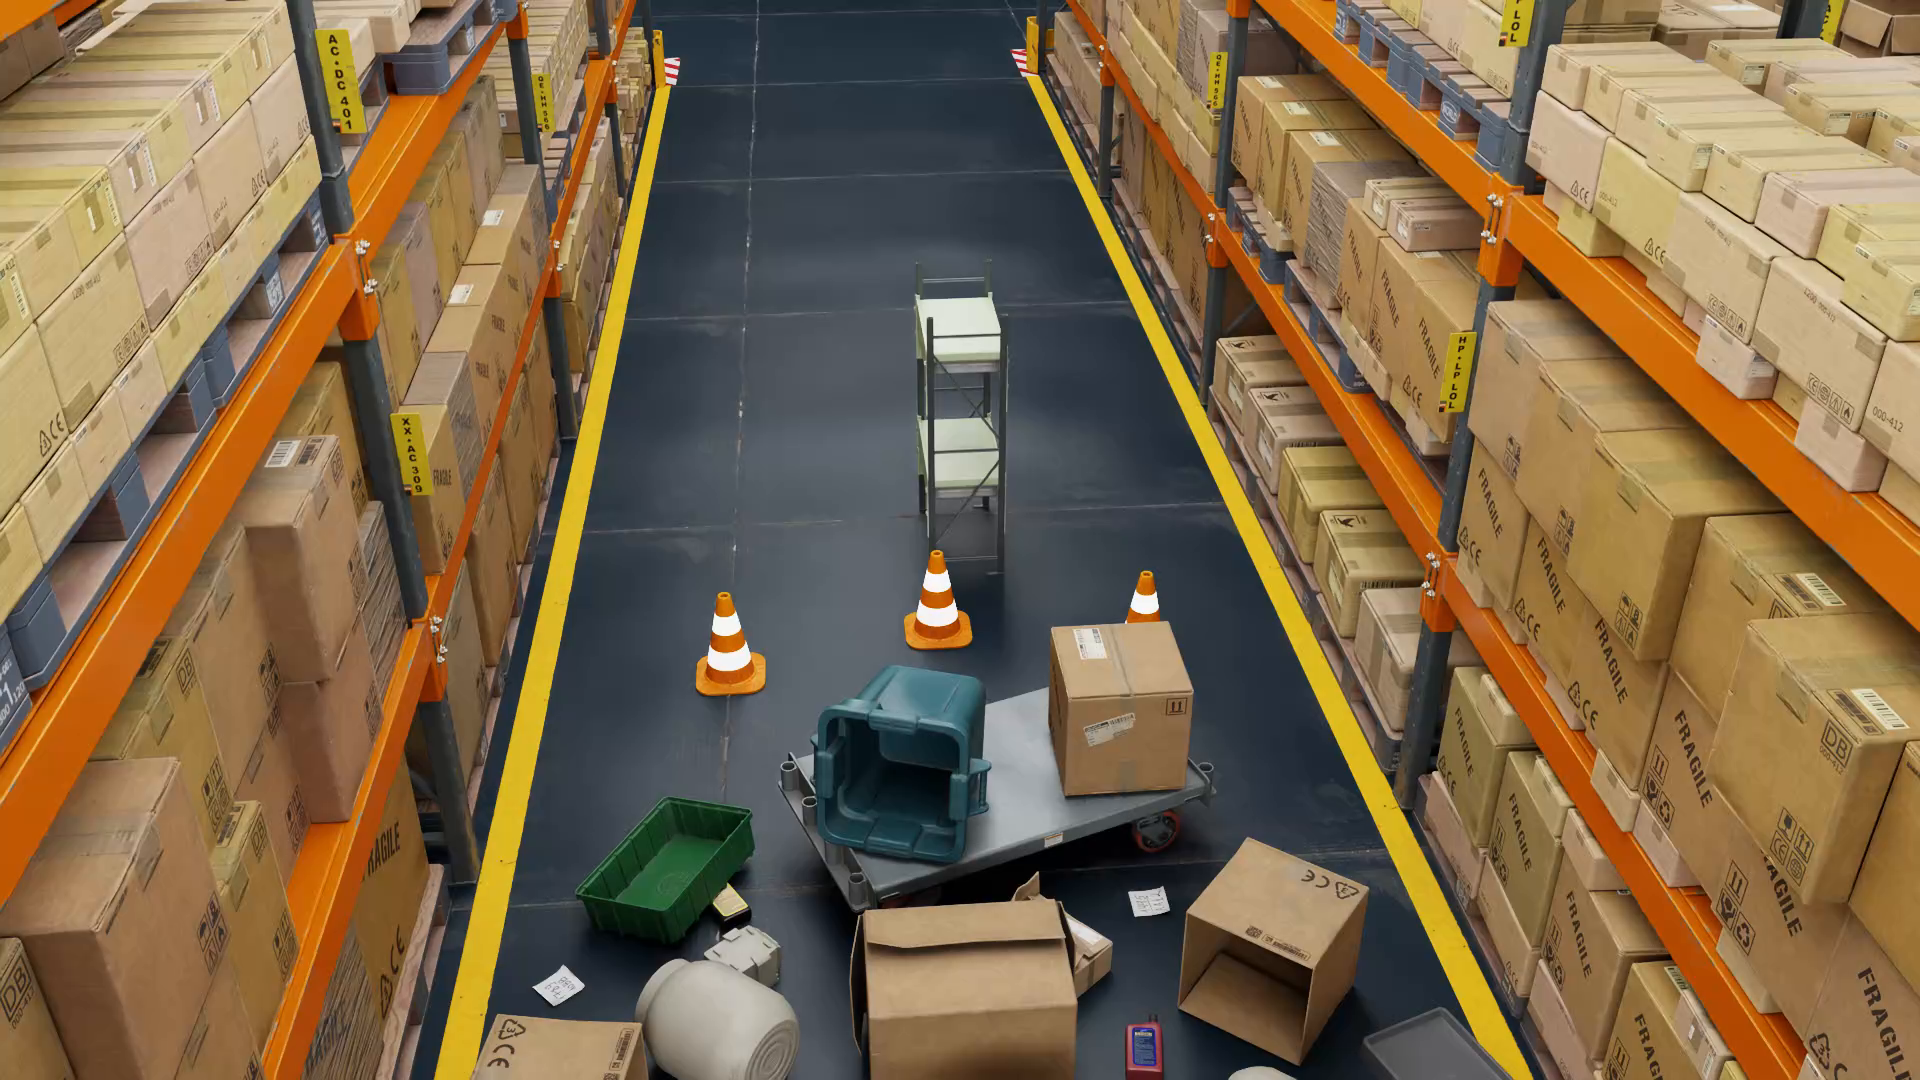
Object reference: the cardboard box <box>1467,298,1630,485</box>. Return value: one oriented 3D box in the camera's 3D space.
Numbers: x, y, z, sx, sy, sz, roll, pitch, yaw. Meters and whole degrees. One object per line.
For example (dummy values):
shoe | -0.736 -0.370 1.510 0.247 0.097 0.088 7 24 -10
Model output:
cardboard box | 2.245 -0.523 5.838 0.700 0.500 0.500 -3 31 -5

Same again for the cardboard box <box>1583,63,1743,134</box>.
cardboard box | 2.178 -1.373 5.166 0.380 0.149 0.250 -2 31 -3

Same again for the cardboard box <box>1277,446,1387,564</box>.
cardboard box | 2.231 -0.200 8.813 0.950 0.372 0.625 -2 31 -3

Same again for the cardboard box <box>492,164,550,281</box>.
cardboard box | -2.563 -1.738 9.137 0.500 0.500 0.500 -3 31 -5

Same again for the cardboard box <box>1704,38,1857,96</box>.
cardboard box | 2.667 -1.529 5.428 0.380 0.149 0.250 -2 31 -4

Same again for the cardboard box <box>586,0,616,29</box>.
cardboard box | -3.042 -4.390 13.286 0.500 0.500 0.500 -3 31 -5

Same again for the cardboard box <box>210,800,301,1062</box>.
cardboard box | -2.296 1.080 4.370 0.875 0.550 0.500 -3 31 -5

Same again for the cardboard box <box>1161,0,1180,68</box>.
cardboard box | 1.642 -3.440 11.011 0.500 0.500 0.500 -3 31 -5

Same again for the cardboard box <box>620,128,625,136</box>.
cardboard box | -3.134 -3.499 14.554 0.380 0.149 0.250 -3 31 -6

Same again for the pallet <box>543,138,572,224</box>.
pallet | -3.045 -2.188 10.176 1.213 0.211 1.003 -3 31 -5

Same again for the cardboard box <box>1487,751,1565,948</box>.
cardboard box | 2.268 1.107 6.013 0.500 0.500 0.500 -2 31 -3

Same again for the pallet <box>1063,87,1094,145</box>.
pallet | 1.562 -4.062 15.845 1.003 0.211 1.213 -3 31 -5

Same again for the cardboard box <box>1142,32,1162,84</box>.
cardboard box | 1.580 -3.373 11.631 0.500 0.250 0.500 -4 31 -6

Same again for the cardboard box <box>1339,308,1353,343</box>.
cardboard box | 2.016 -1.002 7.838 0.380 0.149 0.250 -3 31 -5

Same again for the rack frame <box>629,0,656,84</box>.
rack frame | -3.620 -5.996 16.364 1.000 3.000 0.127 -3 31 -5

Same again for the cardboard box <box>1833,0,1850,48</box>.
cardboard box | 6.558 -3.783 12.151 0.700 0.500 0.500 -3 31 -5

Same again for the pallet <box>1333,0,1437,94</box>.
pallet | 2.368 -2.215 7.292 1.213 0.211 1.003 -3 31 -5

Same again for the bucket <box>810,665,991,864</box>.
bucket | -0.191 0.842 6.625 0.726 0.611 0.620 8 22 13

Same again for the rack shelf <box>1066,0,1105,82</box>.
rack shelf | 1.486 -4.955 15.322 1.077 0.370 4.000 -3 31 -5

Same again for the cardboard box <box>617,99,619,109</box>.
cardboard box | -3.159 -3.754 14.400 0.380 0.149 0.250 -4 31 -6

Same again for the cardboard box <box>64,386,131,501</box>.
cardboard box | -1.980 -0.195 3.465 0.380 0.149 0.250 -2 31 -4

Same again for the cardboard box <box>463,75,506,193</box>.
cardboard box | -2.841 -2.154 8.859 0.700 0.500 0.500 -3 31 -5

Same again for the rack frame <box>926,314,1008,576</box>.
rack frame | 0.035 -0.454 8.547 0.400 1.500 0.023 -3 31 -5

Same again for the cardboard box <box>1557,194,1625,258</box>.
cardboard box | 2.171 -1.031 5.371 0.380 0.149 0.250 -3 31 -5

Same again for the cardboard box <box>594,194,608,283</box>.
cardboard box | -2.835 -2.172 11.988 0.500 0.500 0.500 -3 31 -6

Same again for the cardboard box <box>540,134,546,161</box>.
cardboard box | -2.738 -2.360 10.111 0.380 0.149 0.250 -1 31 -2

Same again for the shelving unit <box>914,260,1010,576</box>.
shelving unit | 0.001 -0.640 8.860 0.431 1.500 0.755 -3 31 -5

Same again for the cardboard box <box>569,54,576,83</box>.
cardboard box | -2.911 -3.304 11.691 0.380 0.149 0.250 -4 31 -7

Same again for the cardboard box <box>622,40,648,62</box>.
cardboard box | -3.201 -4.693 15.972 0.380 0.149 0.250 -3 31 -6

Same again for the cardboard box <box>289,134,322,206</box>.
cardboard box | -2.146 -1.102 4.983 0.380 0.149 0.250 -3 31 -5

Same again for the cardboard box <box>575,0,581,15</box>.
cardboard box | -2.989 -3.949 12.192 0.380 0.149 0.250 -4 31 -6

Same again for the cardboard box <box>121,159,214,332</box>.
cardboard box | -2.106 -0.691 3.907 0.500 0.250 0.500 -3 31 -5

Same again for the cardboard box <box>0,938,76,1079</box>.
cardboard box | -2.264 1.177 3.155 0.875 0.550 0.550 -3 31 -5

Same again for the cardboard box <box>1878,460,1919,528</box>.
cardboard box | 2.390 -0.120 3.846 0.380 0.149 0.250 -4 31 -6

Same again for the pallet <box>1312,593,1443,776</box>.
pallet | 2.346 0.641 7.971 1.003 0.211 1.213 -3 31 -5

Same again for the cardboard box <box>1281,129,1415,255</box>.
cardboard box | 1.970 -1.774 8.498 0.500 0.500 0.500 -2 31 -4

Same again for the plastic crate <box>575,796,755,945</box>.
plastic crate | -1.178 1.339 6.770 0.450 0.188 0.662 4 30 26

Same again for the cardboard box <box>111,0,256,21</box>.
cardboard box | -2.833 -1.936 6.281 0.500 0.250 0.500 -3 31 -5

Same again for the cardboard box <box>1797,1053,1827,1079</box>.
cardboard box | 2.355 1.425 4.184 0.380 0.149 0.250 -2 31 -4

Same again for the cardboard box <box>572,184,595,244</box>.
cardboard box | -2.777 -2.217 11.333 0.500 0.250 0.500 -3 31 -4

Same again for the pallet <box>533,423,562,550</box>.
pallet | -2.874 -0.309 9.561 1.003 0.211 1.213 -3 31 -5

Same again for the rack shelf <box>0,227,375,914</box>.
rack shelf | -2.312 0.172 3.813 1.077 0.370 4.000 -3 31 -5

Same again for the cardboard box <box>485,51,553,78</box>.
cardboard box | -2.820 -3.021 10.638 0.380 0.149 0.250 -1 31 -2

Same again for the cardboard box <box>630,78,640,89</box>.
cardboard box | -3.170 -4.164 15.377 0.380 0.149 0.250 -1 31 -2

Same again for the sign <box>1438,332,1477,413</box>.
sign | 1.868 -0.627 6.246 0.100 0.325 0.005 -3 31 -5

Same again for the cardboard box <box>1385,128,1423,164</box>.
cardboard box | 2.473 -1.812 8.561 0.500 0.500 0.500 -5 31 -8

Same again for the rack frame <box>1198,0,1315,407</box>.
rack frame | 2.046 -2.201 10.009 1.000 3.000 0.127 -3 31 -5

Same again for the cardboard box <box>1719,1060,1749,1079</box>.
cardboard box | 2.338 1.574 4.597 0.380 0.149 0.250 -2 31 -4

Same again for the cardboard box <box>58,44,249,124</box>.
cardboard box | -2.101 -1.187 4.347 0.380 0.149 0.250 -3 31 -5

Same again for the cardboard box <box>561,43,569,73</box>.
cardboard box | -2.886 -3.288 11.375 0.380 0.149 0.250 -3 31 -4

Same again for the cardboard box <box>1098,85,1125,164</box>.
cardboard box | 1.721 -3.649 14.523 0.875 0.438 0.875 -3 31 -5

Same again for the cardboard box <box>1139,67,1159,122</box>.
cardboard box | 1.570 -3.159 11.760 0.500 0.250 0.500 -3 31 -5

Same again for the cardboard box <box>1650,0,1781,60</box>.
cardboard box | 2.765 -1.880 6.283 0.500 0.250 0.500 -4 31 -6

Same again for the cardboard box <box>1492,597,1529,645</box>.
cardboard box | 2.205 0.252 6.148 0.380 0.149 0.250 -2 31 -3
